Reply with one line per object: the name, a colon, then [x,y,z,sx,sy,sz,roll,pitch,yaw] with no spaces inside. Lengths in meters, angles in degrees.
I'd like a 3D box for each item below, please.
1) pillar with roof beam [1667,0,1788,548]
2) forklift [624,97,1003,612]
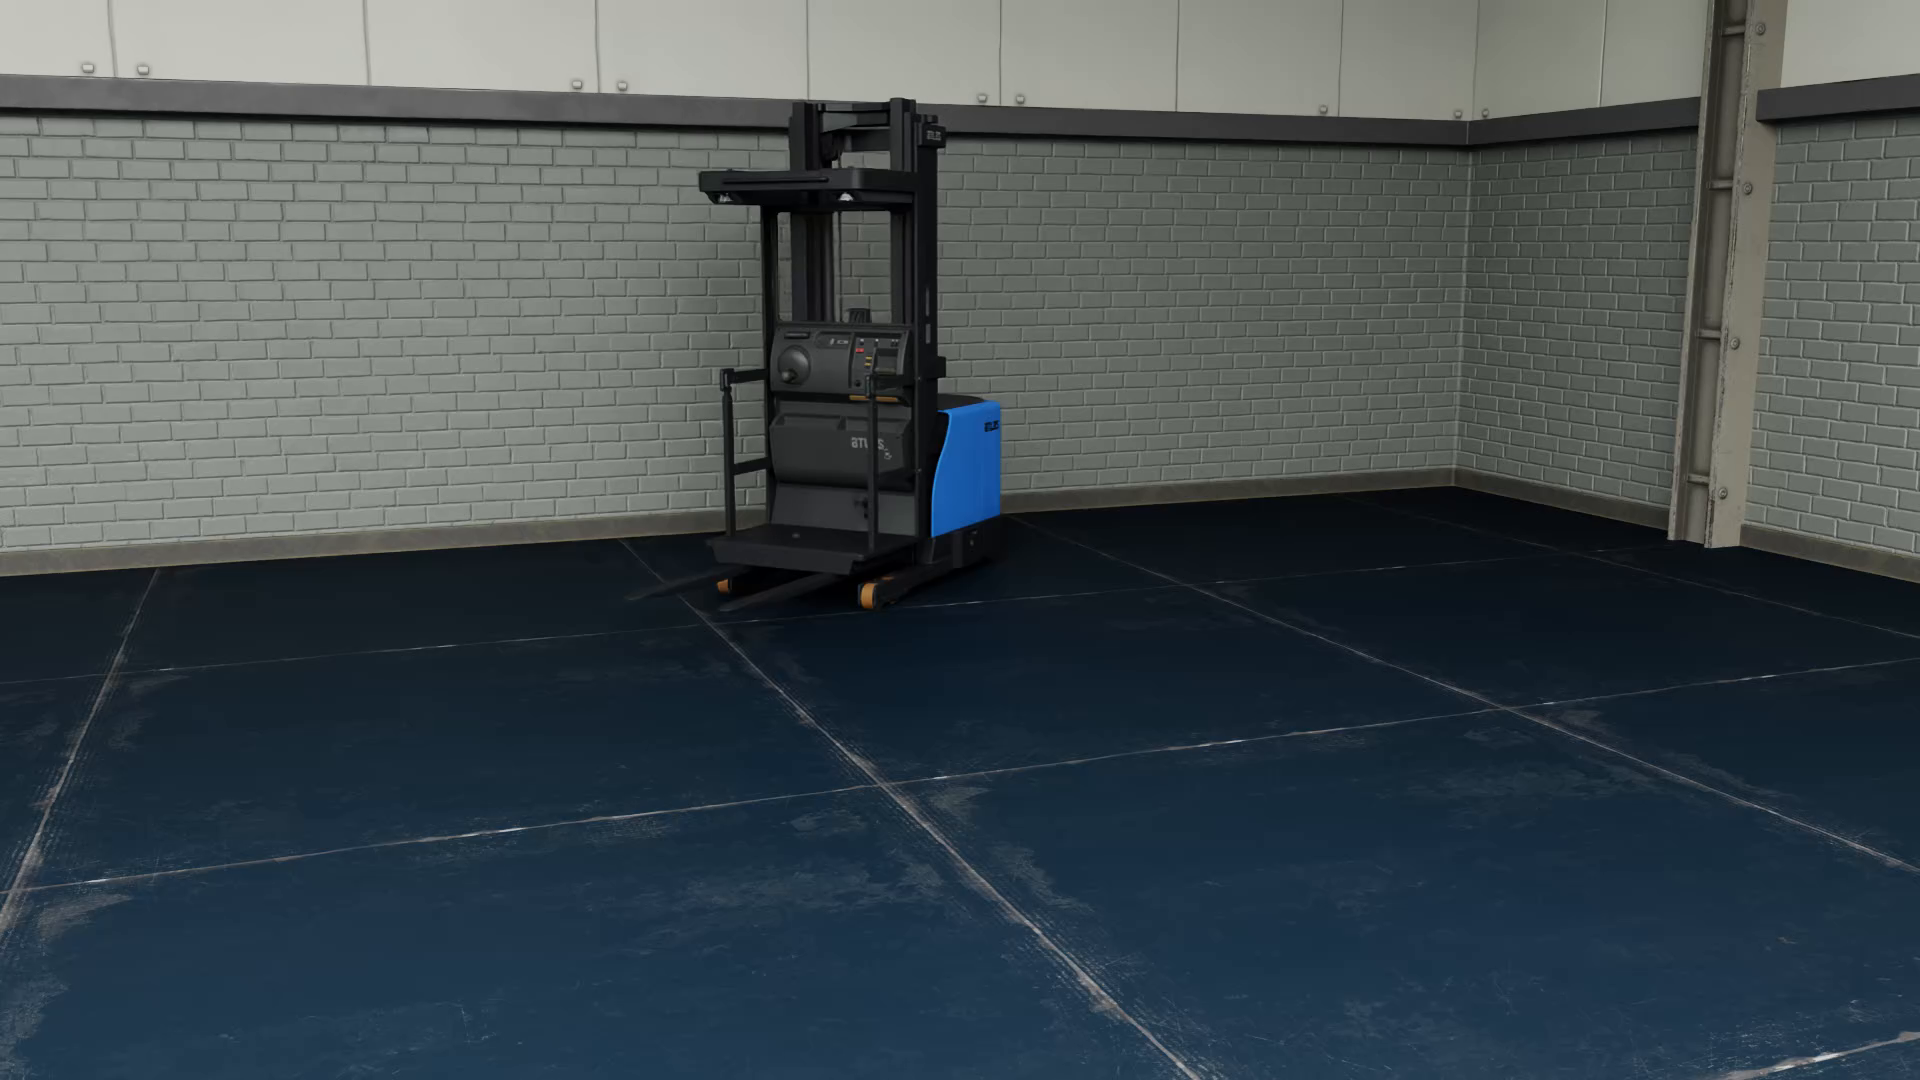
pillar with roof beam: [1.287,-4.142,9.512,9.100,9.000,0.400,-4,11,-21]
forklift: [-0.824,-1.122,9.858,1.130,2.935,3.031,5,11,26]
